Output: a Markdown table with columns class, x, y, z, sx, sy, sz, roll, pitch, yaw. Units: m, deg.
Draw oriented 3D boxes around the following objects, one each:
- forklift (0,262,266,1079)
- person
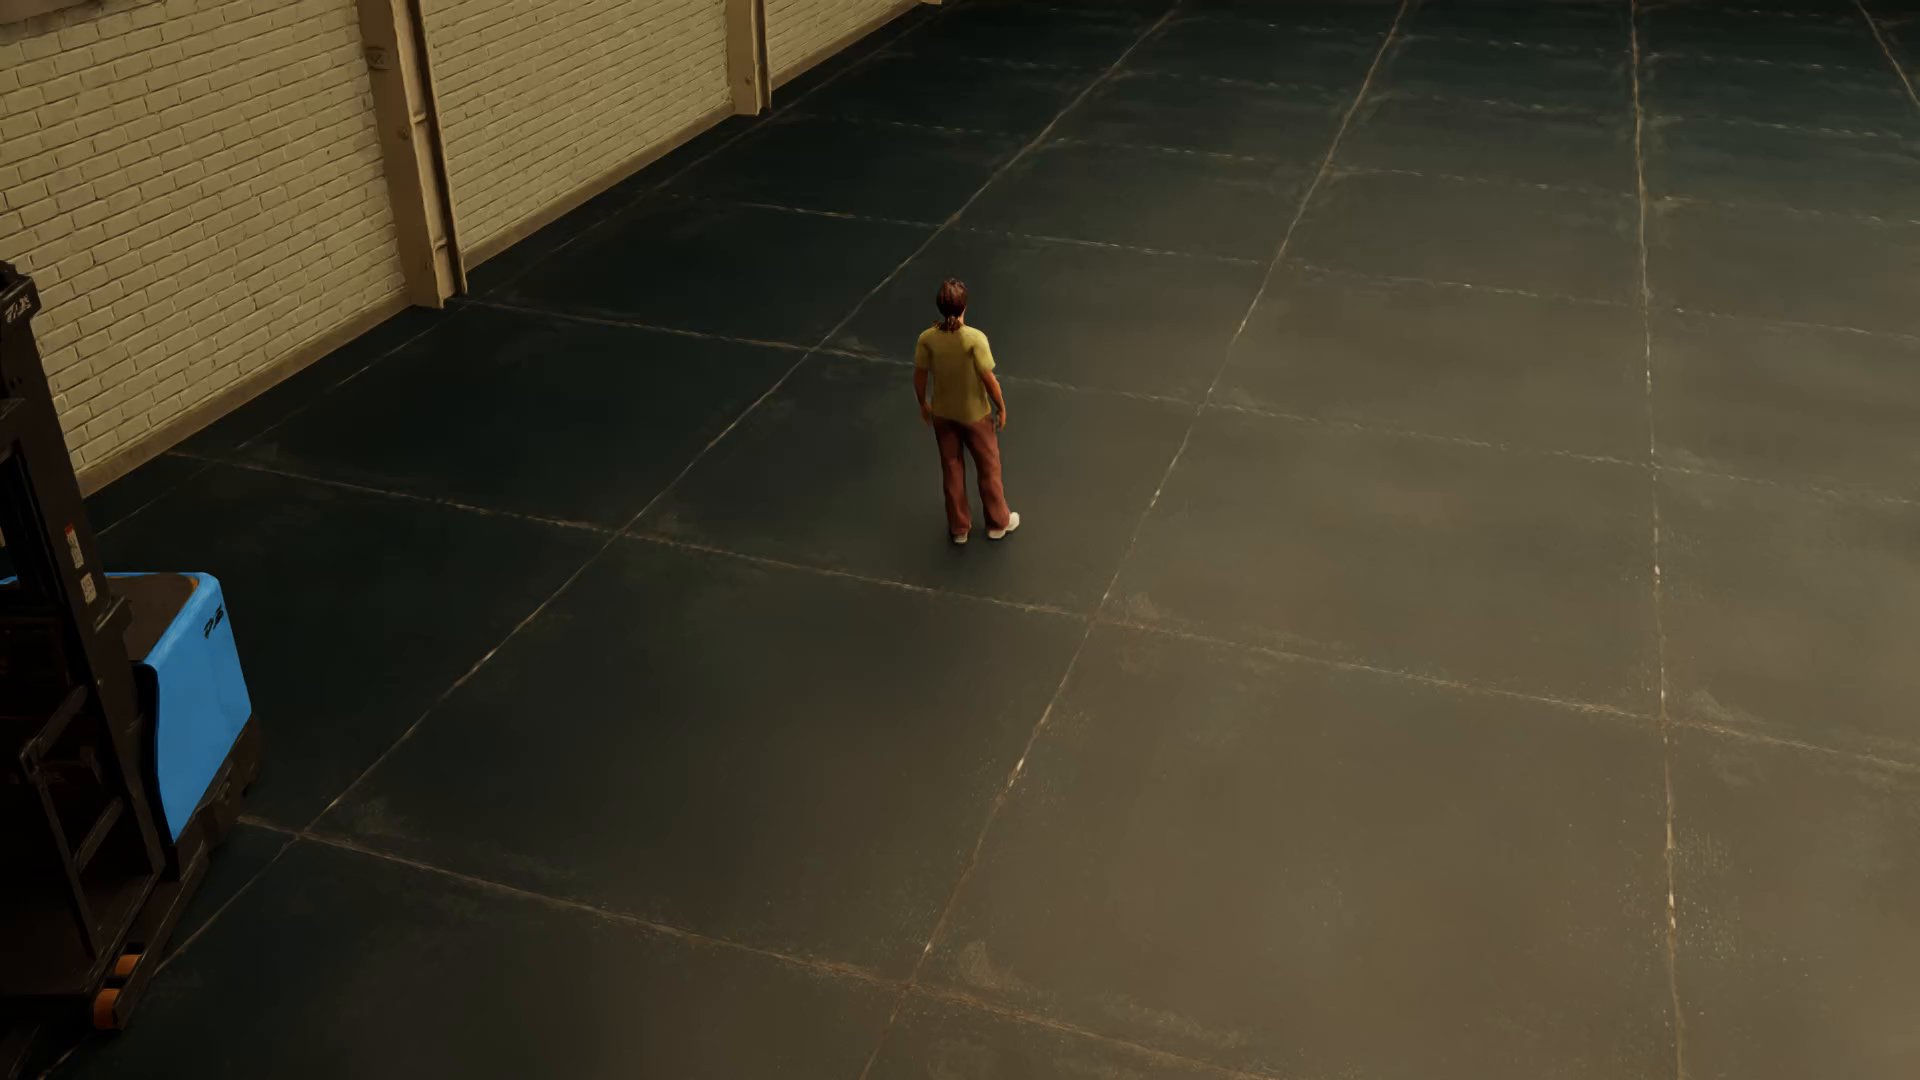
| class | x | y | z | sx | sy | sz | roll | pitch | yaw |
| --- | --- | --- | --- | --- | --- | --- | --- | --- | --- |
| forklift | -3.892 | 0.536 | 6.196 | 1.130 | 2.935 | 3.031 | -1 | 30 | -1 |
| person | 0.034 | -0.767 | 9.735 | 0.554 | 1.674 | 0.548 | 10 | 31 | 16 |
